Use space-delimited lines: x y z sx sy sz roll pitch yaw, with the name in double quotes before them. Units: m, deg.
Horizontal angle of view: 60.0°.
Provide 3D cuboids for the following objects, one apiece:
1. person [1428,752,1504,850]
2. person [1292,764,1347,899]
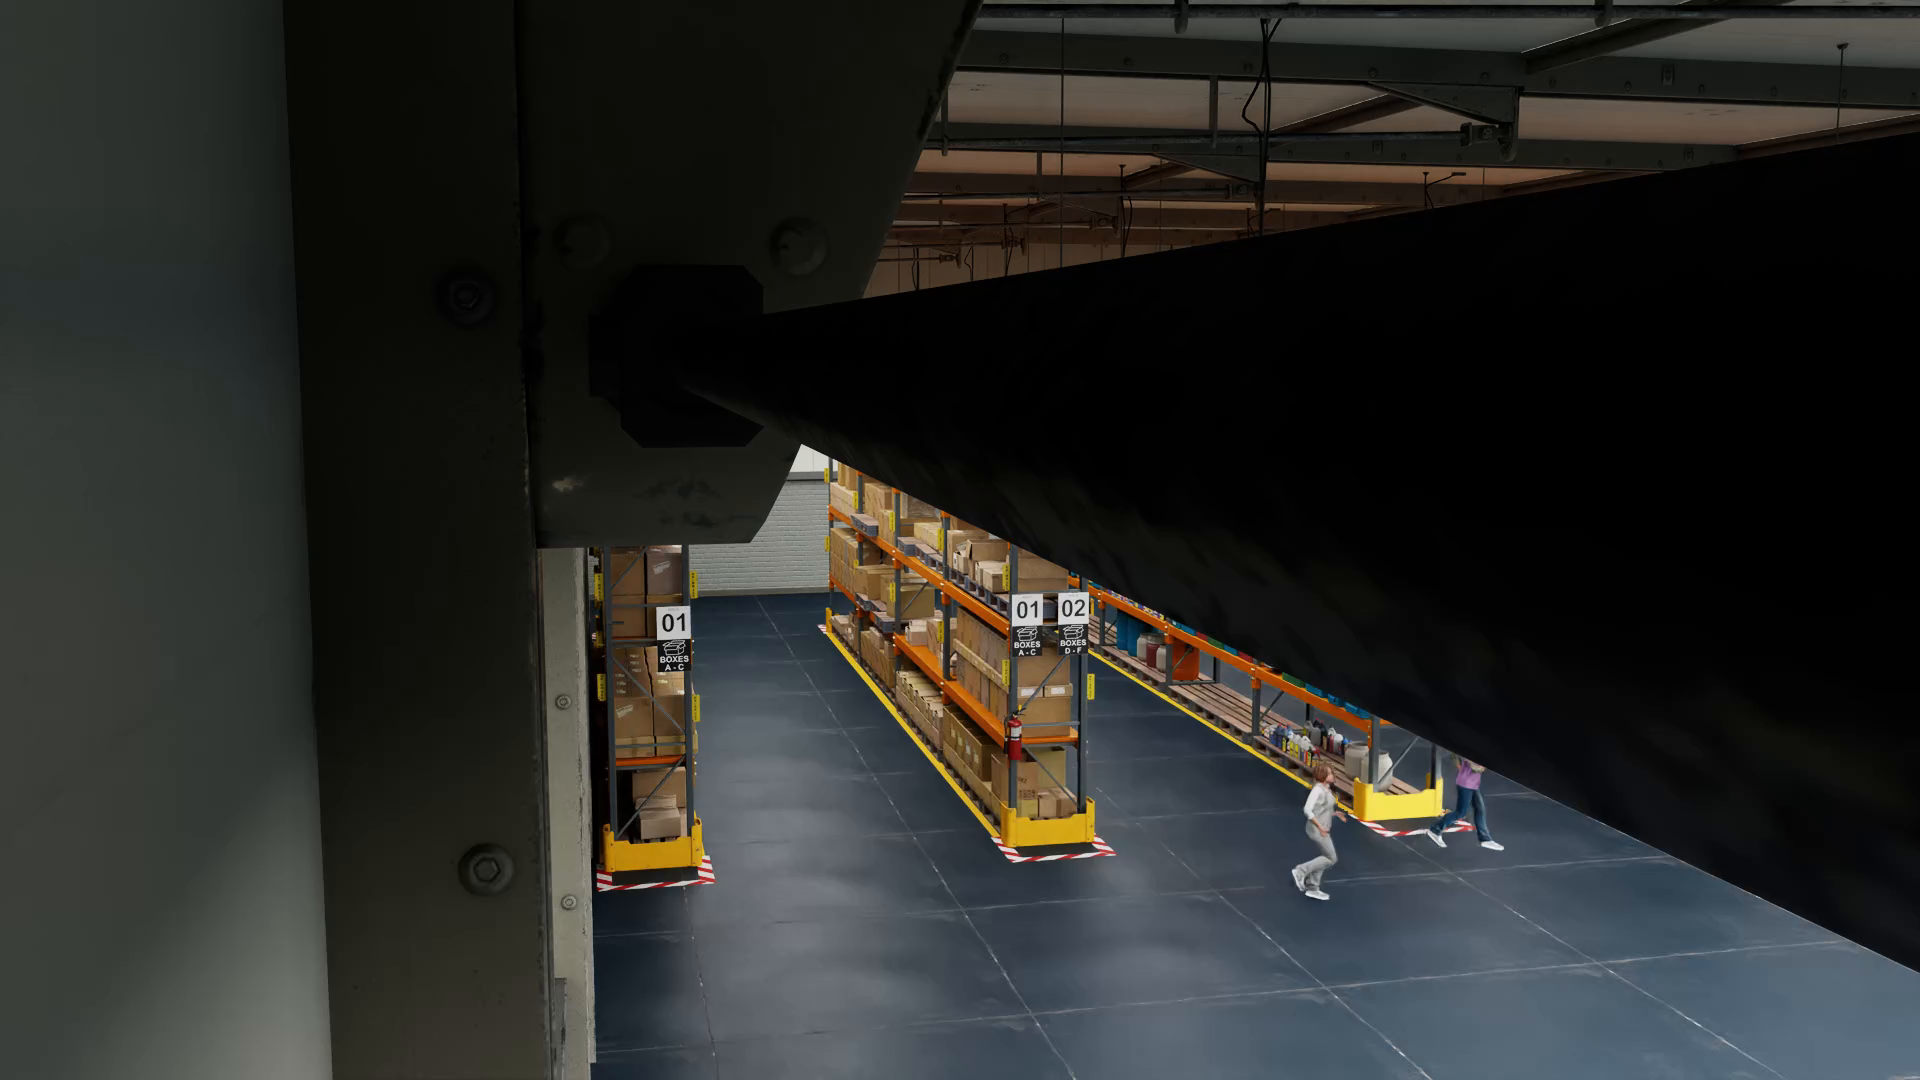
"person" 6.293 3.057 20.620 0.917 1.580 0.555 2 7 16
"person" 4.108 3.319 18.979 0.569 1.570 0.527 2 7 19
